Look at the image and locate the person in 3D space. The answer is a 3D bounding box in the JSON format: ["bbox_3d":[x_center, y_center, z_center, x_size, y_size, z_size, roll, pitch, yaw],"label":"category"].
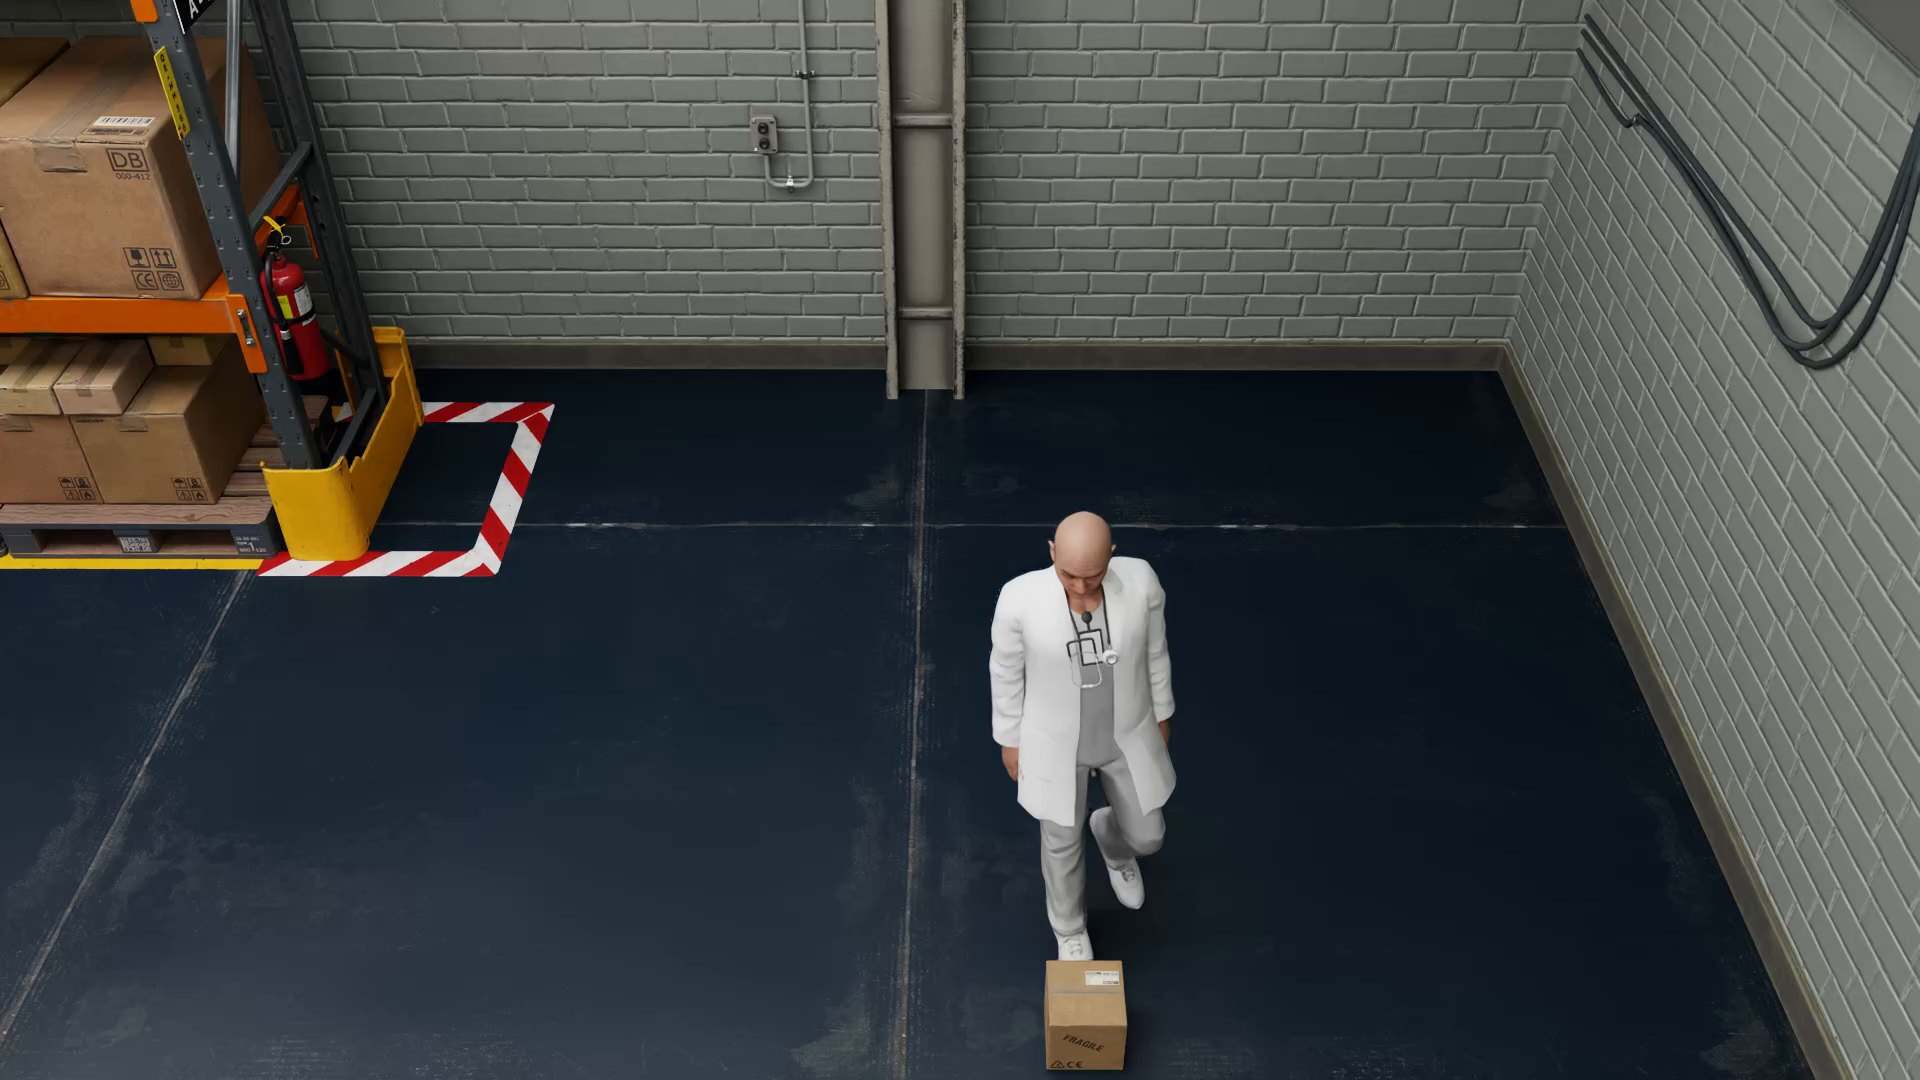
[{"bbox_3d":[0.405,0.659,5.320,0.593,1.774,0.634,-5,39,-7],"label":"person"}]
